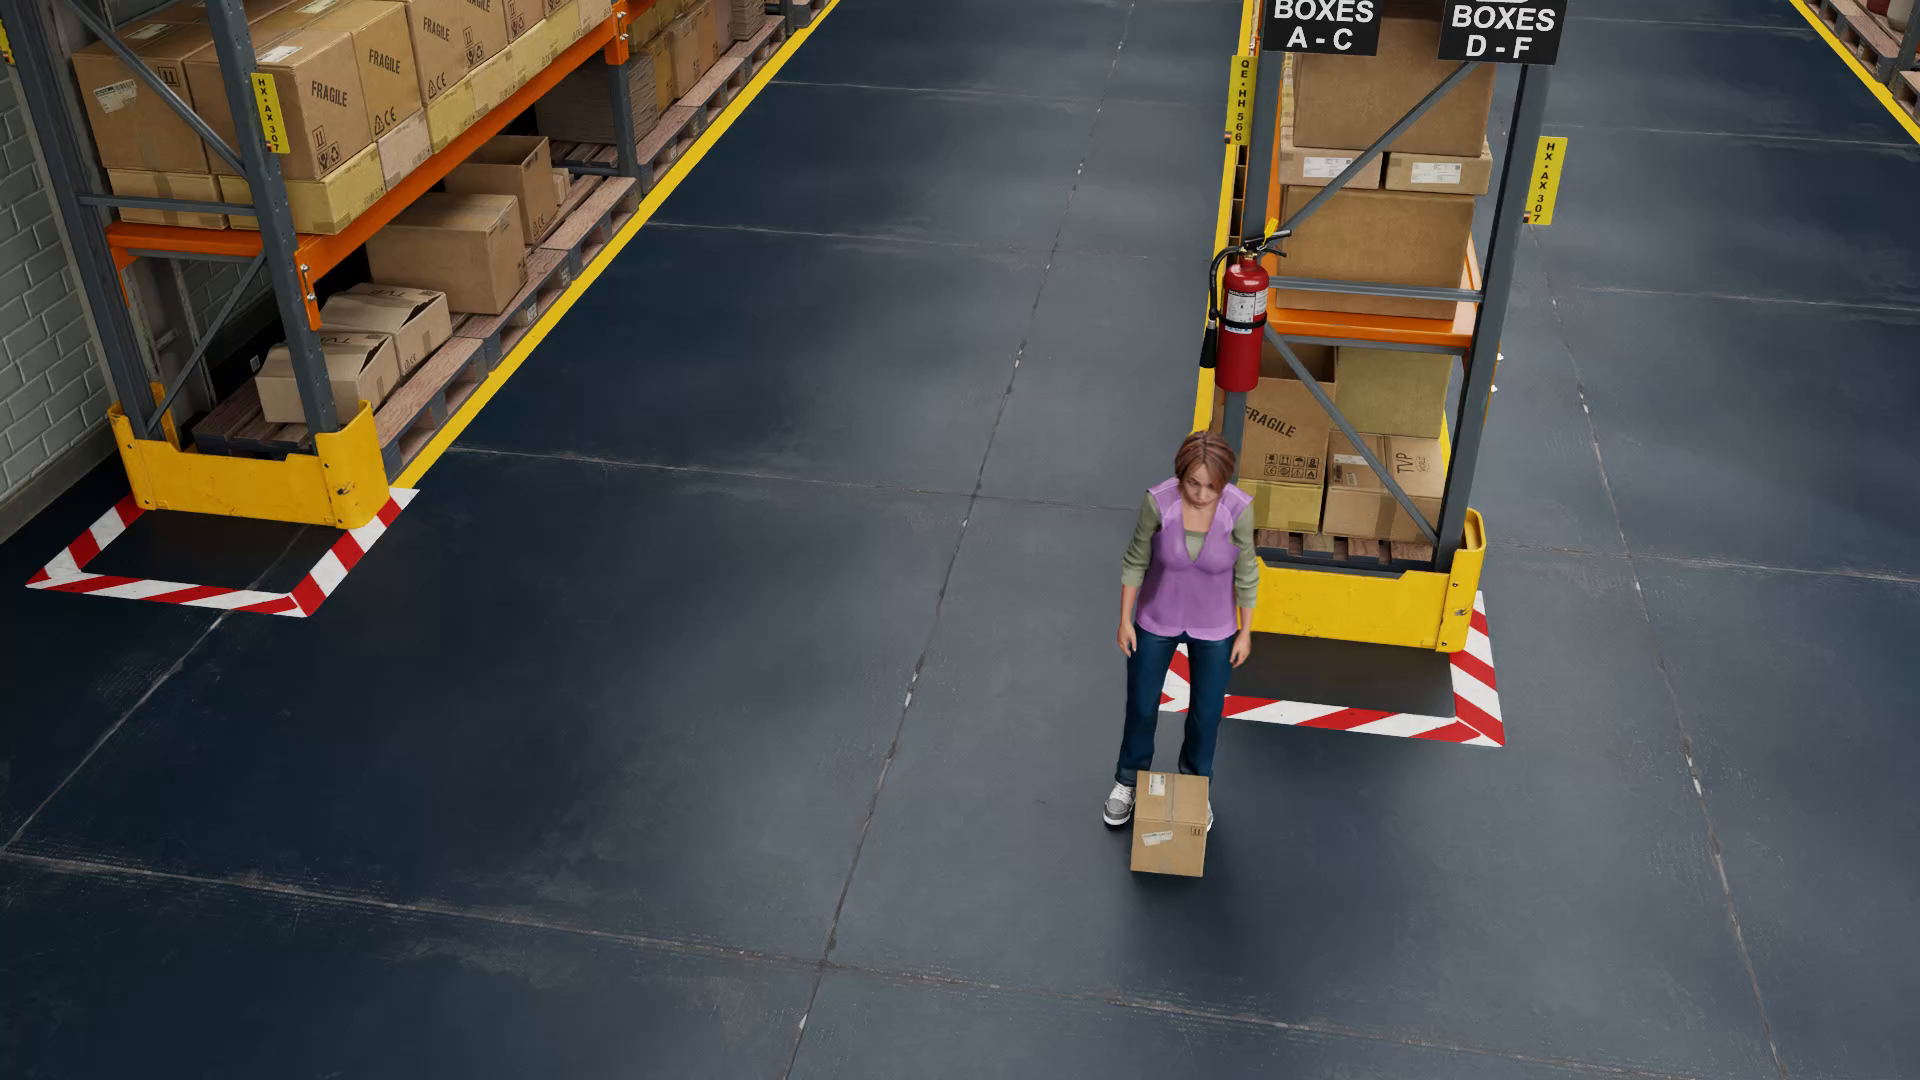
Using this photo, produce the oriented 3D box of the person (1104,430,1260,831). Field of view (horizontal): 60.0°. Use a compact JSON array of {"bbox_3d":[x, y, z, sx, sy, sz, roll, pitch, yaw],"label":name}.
[{"bbox_3d":[0.767,0.312,5.676,0.467,1.581,0.349,5,33,8],"label":"person"}]
